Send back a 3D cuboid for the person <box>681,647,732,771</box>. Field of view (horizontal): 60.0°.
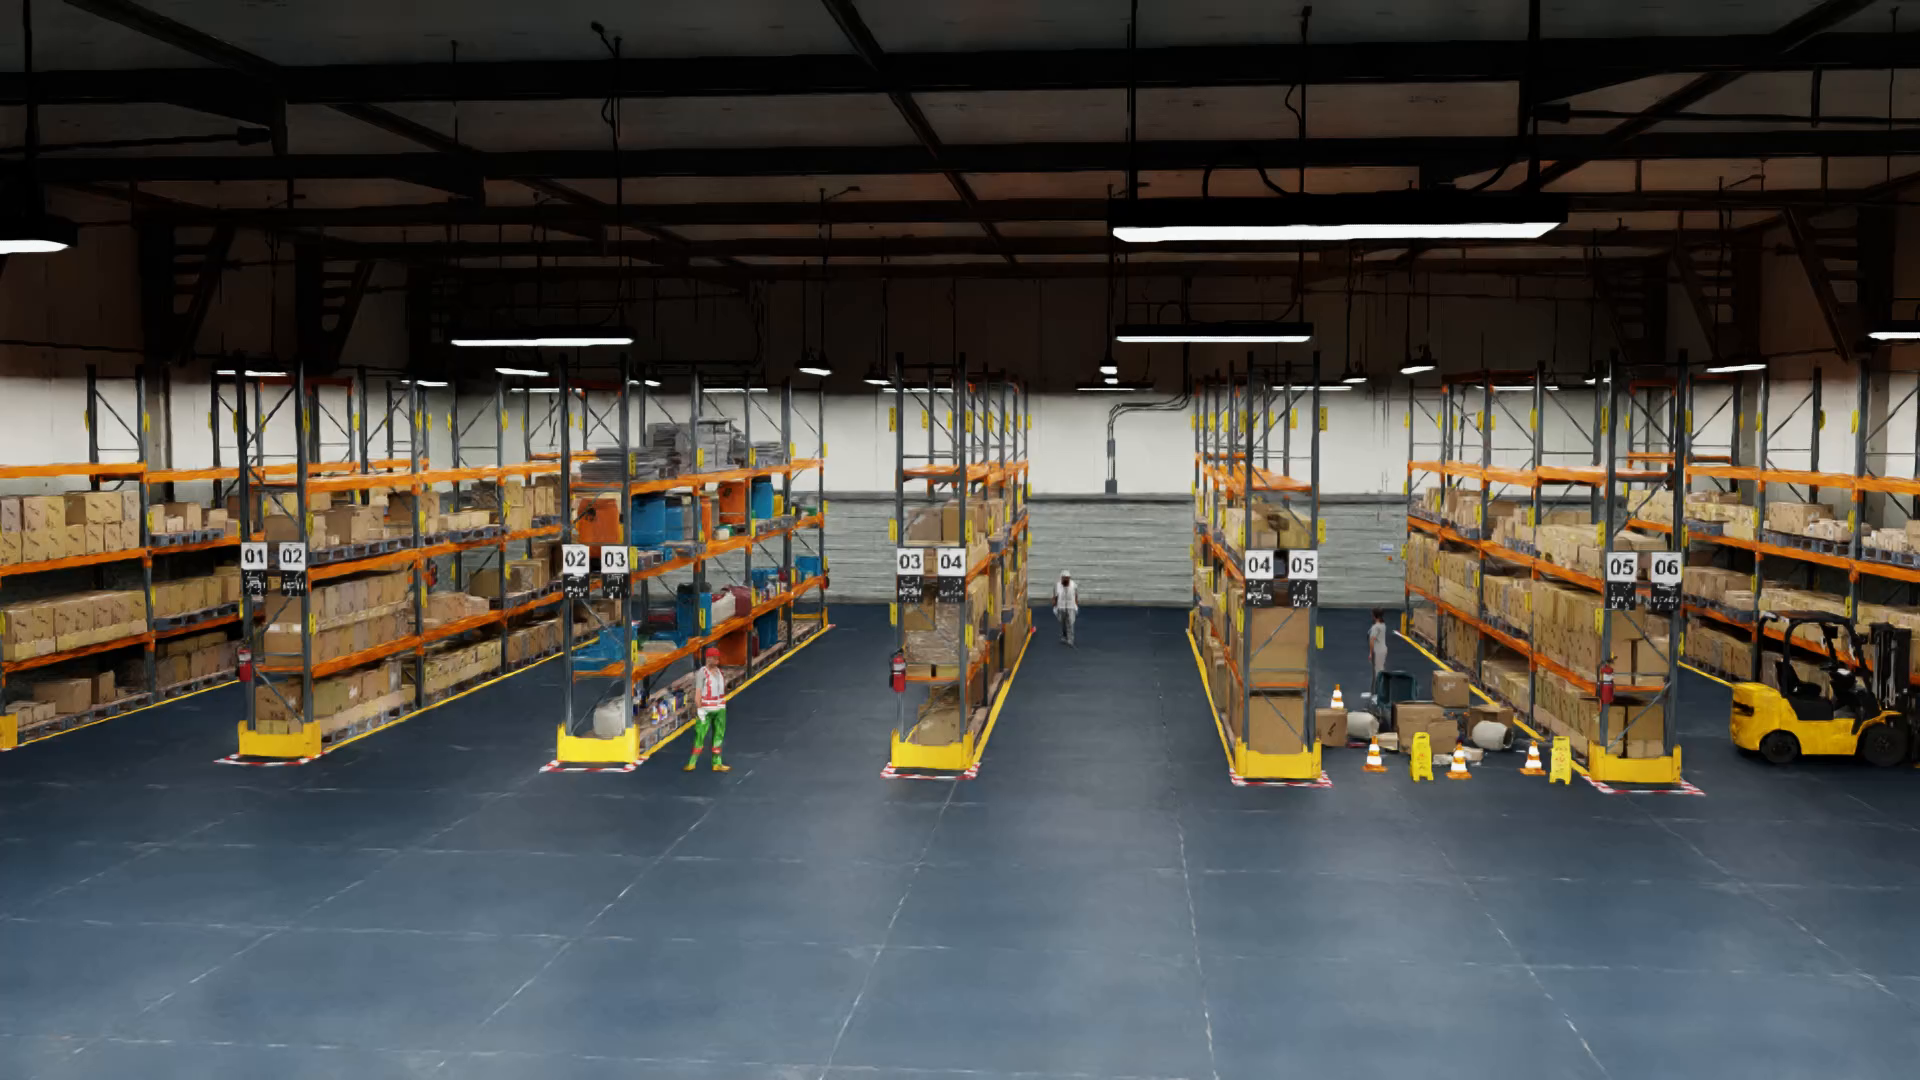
[{"bbox_3d":[-3.638,2.426,23.765,0.697,1.789,0.480,-4,6,-44],"label":"person"}]

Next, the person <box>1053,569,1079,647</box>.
[{"bbox_3d":[2.354,1.501,37.110,0.566,1.704,1.122,1,4,7],"label":"person"}]

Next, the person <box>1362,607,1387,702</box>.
[{"bbox_3d":[7.453,2.033,29.816,0.569,1.668,0.562,3,5,35],"label":"person"}]
